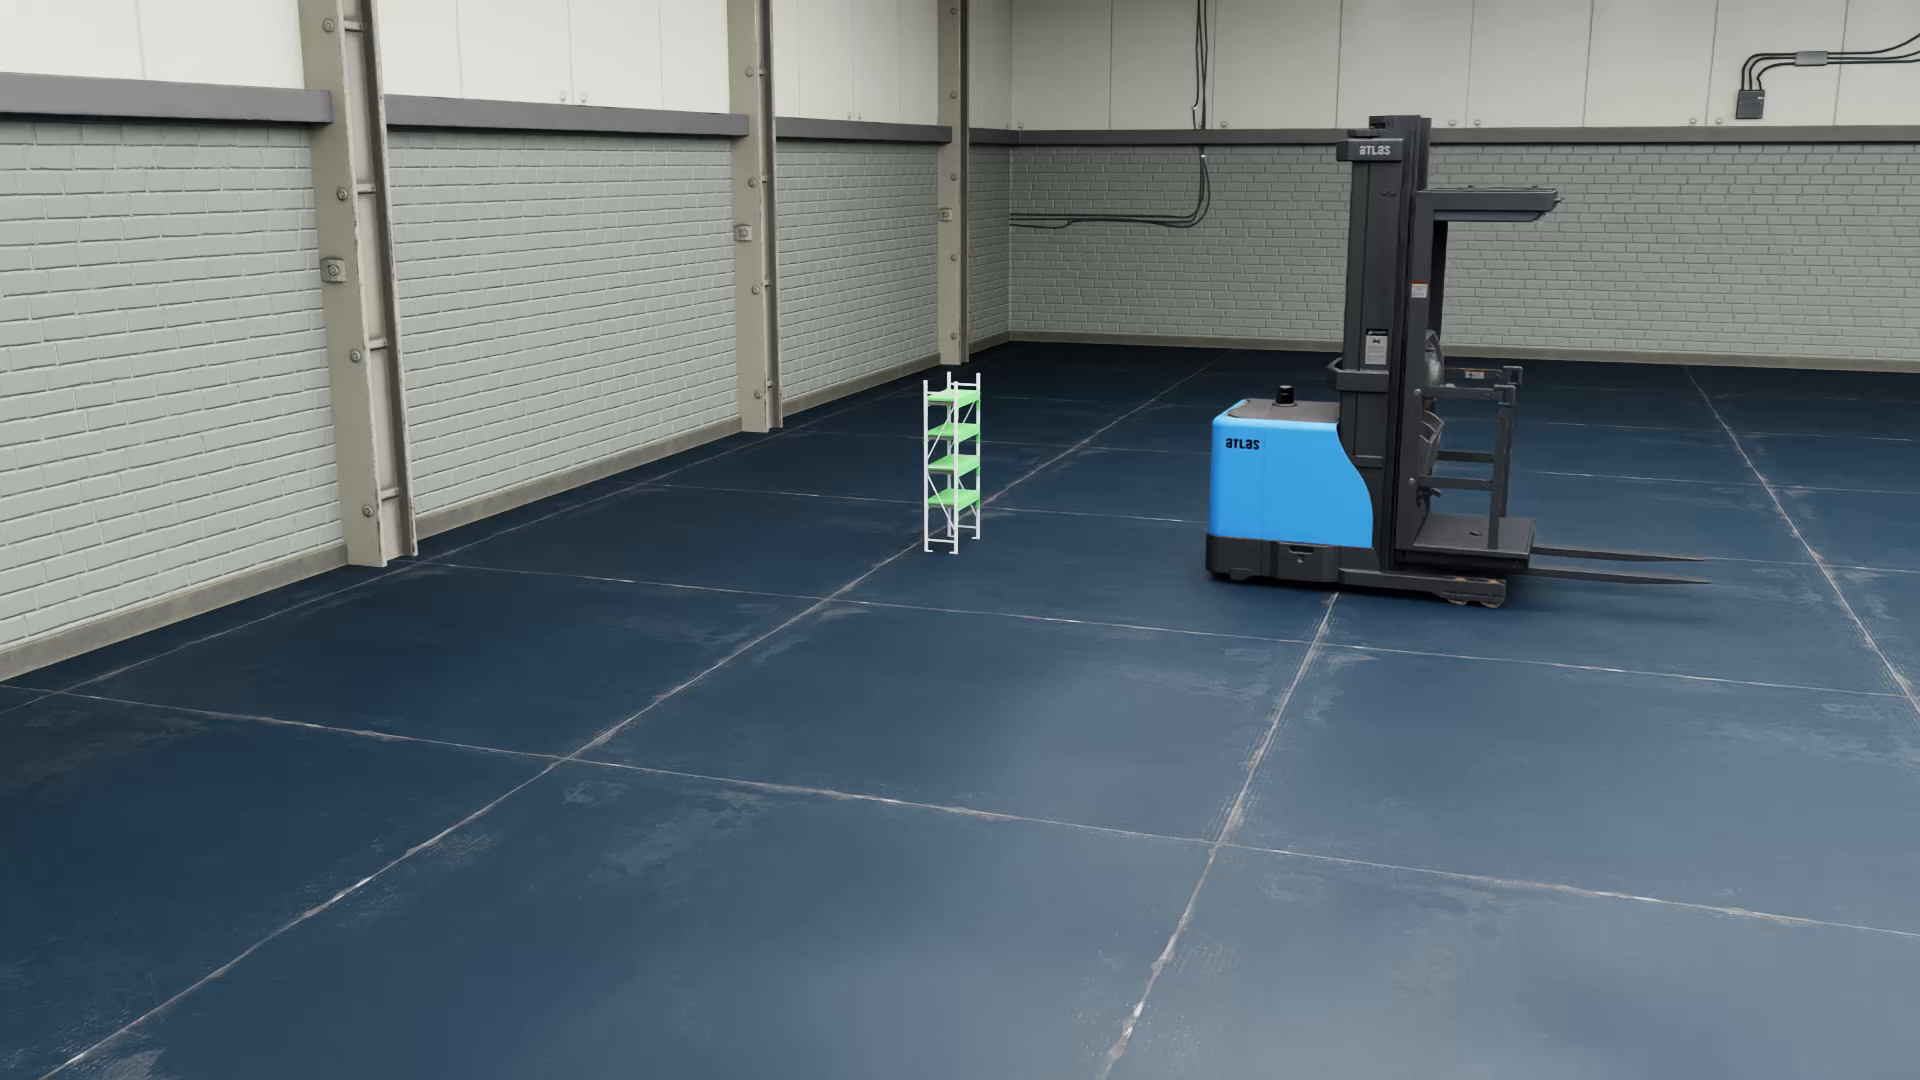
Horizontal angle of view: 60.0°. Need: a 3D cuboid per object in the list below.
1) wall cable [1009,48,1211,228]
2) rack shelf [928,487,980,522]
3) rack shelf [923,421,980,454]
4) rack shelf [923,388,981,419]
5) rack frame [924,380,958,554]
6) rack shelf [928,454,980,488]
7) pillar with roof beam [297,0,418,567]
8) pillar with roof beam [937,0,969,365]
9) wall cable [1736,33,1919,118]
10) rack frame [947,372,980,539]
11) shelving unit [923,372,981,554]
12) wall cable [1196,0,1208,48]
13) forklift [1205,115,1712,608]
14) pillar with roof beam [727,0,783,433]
[{"bbox_3d":[2.117,-5.795,24.133,3.097,2.526,0.112,4,14,18],"label":"wall cable"},{"bbox_3d":[-0.054,-0.254,11.769,0.258,0.148,0.480,4,14,18],"label":"rack shelf"},{"bbox_3d":[-0.054,-0.722,11.662,0.258,0.148,0.480,4,14,18],"label":"rack shelf"},{"bbox_3d":[-0.054,-0.956,11.609,0.258,0.148,0.480,4,14,18],"label":"rack shelf"},{"bbox_3d":[-0.132,-0.499,11.477,0.240,1.200,0.015,4,14,18],"label":"rack frame"},{"bbox_3d":[-0.054,-0.488,11.716,0.258,0.148,0.480,4,14,18],"label":"rack shelf"},{"bbox_3d":[0.103,-3.947,9.059,9.100,9.000,0.400,4,14,18],"label":"pillar with roof beam"},{"bbox_3d":[3.986,-6.474,20.129,9.100,9.000,0.400,4,14,18],"label":"pillar with roof beam"},{"bbox_3d":[11.095,-8.280,20.400,2.305,6.003,0.169,4,14,18],"label":"wall cable"},{"bbox_3d":[0.025,-0.601,11.927,0.240,1.200,0.015,4,14,18],"label":"rack frame"},{"bbox_3d":[-0.054,-0.550,11.702,0.258,1.200,0.503,4,14,18],"label":"shelving unit"},{"bbox_3d":[4.677,-8.062,22.717,3.097,2.526,0.112,4,14,18],"label":"wall cable"},{"bbox_3d":[3.171,-1.148,10.430,3.031,2.935,1.130,5,14,20],"label":"forklift"},{"bbox_3d":[2.045,-5.211,14.594,9.100,9.000,0.400,4,14,18],"label":"pillar with roof beam"}]
